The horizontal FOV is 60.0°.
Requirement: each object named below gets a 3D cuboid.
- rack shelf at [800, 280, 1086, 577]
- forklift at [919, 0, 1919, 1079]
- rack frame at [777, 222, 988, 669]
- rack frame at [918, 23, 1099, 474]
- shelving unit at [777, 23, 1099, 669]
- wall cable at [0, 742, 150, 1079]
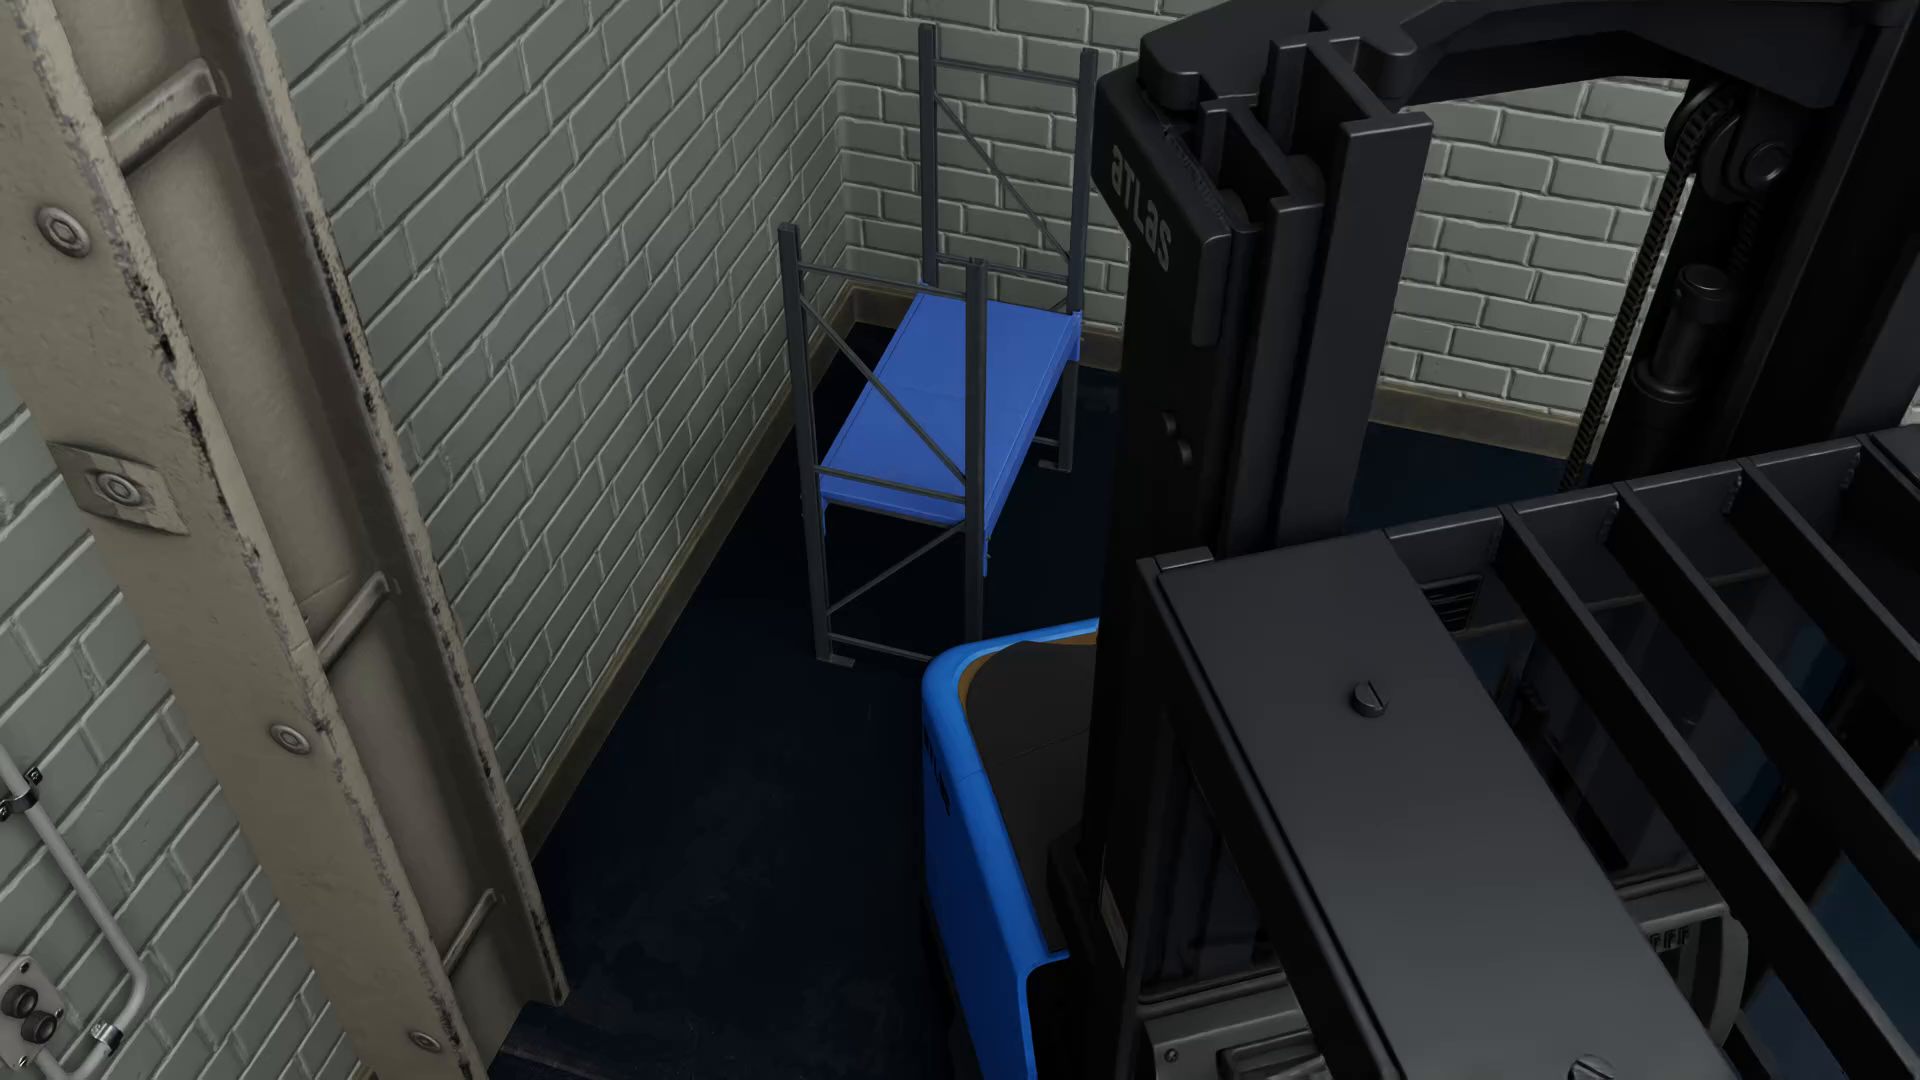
[{"bbox_3d":[-0.026,-0.351,4.793,0.538,0.185,1.000,13,46,12],"label":"rack shelf"},{"bbox_3d":[0.779,0.861,2.274,1.130,2.935,3.031,-11,45,-11],"label":"forklift"},{"bbox_3d":[-0.180,-0.140,4.321,0.500,1.500,0.032,13,46,12],"label":"rack frame"},{"bbox_3d":[0.128,-0.818,5.014,0.500,1.500,0.032,13,46,12],"label":"rack frame"},{"bbox_3d":[-0.026,-0.479,4.667,0.538,1.500,1.048,13,46,12],"label":"shelving unit"},{"bbox_3d":[-1.675,0.702,1.662,0.084,1.984,1.851,13,46,13],"label":"wall cable"}]
